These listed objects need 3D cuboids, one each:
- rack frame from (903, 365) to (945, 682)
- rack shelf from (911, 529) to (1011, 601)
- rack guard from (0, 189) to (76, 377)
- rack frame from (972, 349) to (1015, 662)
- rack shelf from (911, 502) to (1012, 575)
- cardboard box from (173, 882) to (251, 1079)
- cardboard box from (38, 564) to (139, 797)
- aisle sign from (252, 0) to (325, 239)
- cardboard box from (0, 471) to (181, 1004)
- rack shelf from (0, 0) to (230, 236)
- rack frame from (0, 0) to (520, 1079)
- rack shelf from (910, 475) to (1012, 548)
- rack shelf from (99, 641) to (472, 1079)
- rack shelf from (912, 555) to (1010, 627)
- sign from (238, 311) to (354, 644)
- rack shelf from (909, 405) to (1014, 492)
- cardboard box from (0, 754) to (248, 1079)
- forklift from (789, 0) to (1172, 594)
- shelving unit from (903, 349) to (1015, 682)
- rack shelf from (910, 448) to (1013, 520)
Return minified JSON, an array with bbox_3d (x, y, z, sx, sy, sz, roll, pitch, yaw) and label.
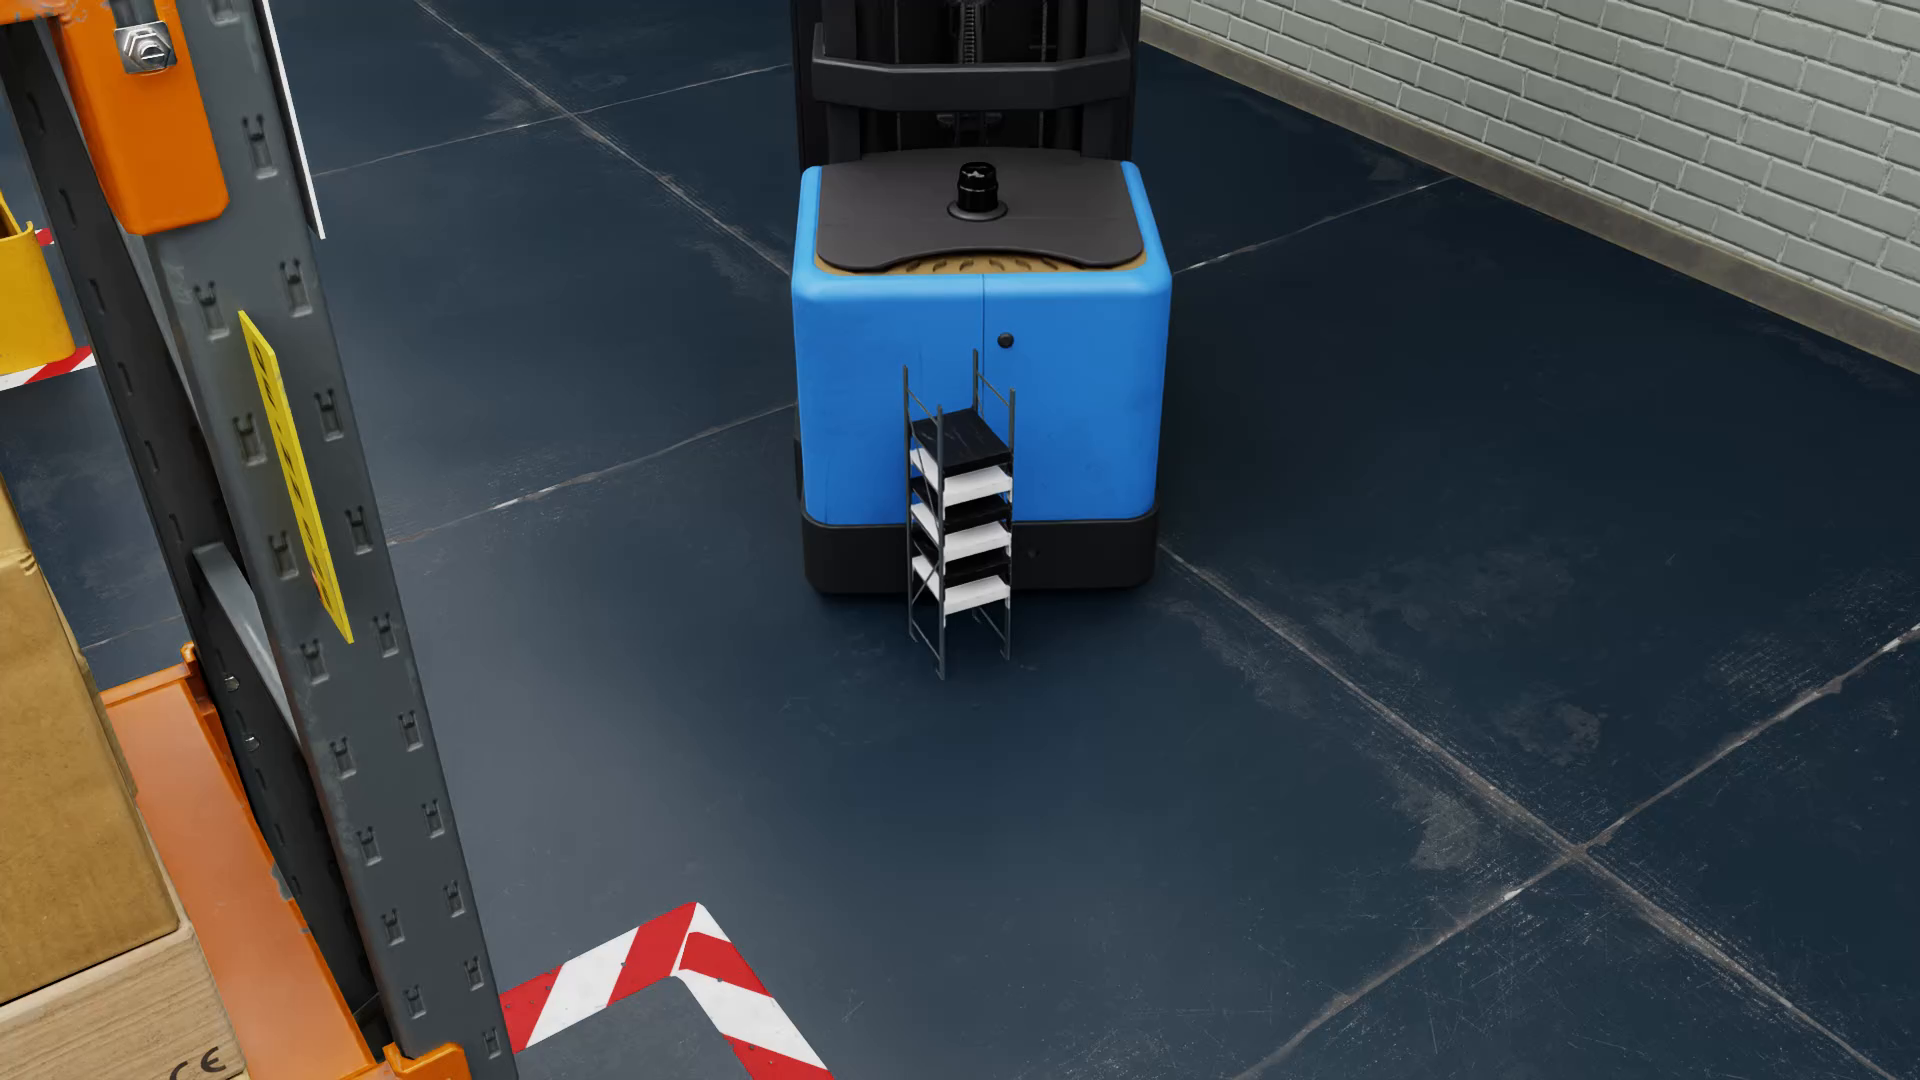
[{"bbox_3d":[-0.096,-0.029,4.520,0.006,0.900,0.240,-15,38,-20],"label":"rack frame"},{"bbox_3d":[-0.004,0.046,4.627,0.200,0.077,0.258,-15,38,-20],"label":"rack shelf"},{"bbox_3d":[-3.764,-1.114,6.371,0.348,0.500,1.175,-22,41,-28],"label":"rack guard"},{"bbox_3d":[0.088,-0.079,4.589,0.006,0.900,0.240,-15,38,-20],"label":"rack frame"},{"bbox_3d":[-0.004,-0.027,4.574,0.200,0.077,0.258,-15,38,-20],"label":"rack shelf"},{"bbox_3d":[-1.024,0.628,2.022,0.250,0.149,0.380,-22,41,-27],"label":"cardboard box"},{"bbox_3d":[-1.471,0.222,2.246,0.500,0.250,0.500,-24,42,-29],"label":"cardboard box"},{"bbox_3d":[-0.691,-0.687,1.410,0.004,0.787,0.394,-22,41,-28],"label":"aisle sign"},{"bbox_3d":[-1.170,0.174,1.670,0.500,0.500,0.500,-22,41,-27],"label":"cardboard box"},{"bbox_3d":[-2.558,-0.004,0.733,4.000,0.370,1.077,-22,41,-28],"label":"rack shelf"},{"bbox_3d":[-0.921,0.251,2.332,0.053,2.616,0.949,-22,41,-28],"label":"rack frame"},{"bbox_3d":[-0.004,-0.100,4.522,0.200,0.077,0.258,-15,38,-20],"label":"rack shelf"},{"bbox_3d":[-2.558,1.214,1.609,4.000,0.370,1.077,-22,41,-28],"label":"rack shelf"},{"bbox_3d":[-0.004,0.119,4.679,0.200,0.077,0.258,-15,38,-20],"label":"rack shelf"},{"bbox_3d":[-0.622,-0.053,1.560,0.005,0.325,0.100,-22,41,-28],"label":"sign"},{"bbox_3d":[-0.004,-0.246,4.416,0.200,0.077,0.258,-15,38,-20],"label":"rack shelf"},{"bbox_3d":[-1.166,0.479,1.888,0.500,0.250,0.500,-23,42,-29],"label":"cardboard box"},{"bbox_3d":[0.007,-1.865,5.333,1.130,2.935,3.031,-1,36,-2],"label":"forklift"},{"bbox_3d":[-0.004,-0.054,4.555,0.210,0.900,0.258,-15,38,-20],"label":"shelving unit"},{"bbox_3d":[-0.004,-0.173,4.469,0.200,0.077,0.258,-15,38,-20],"label":"rack shelf"}]
